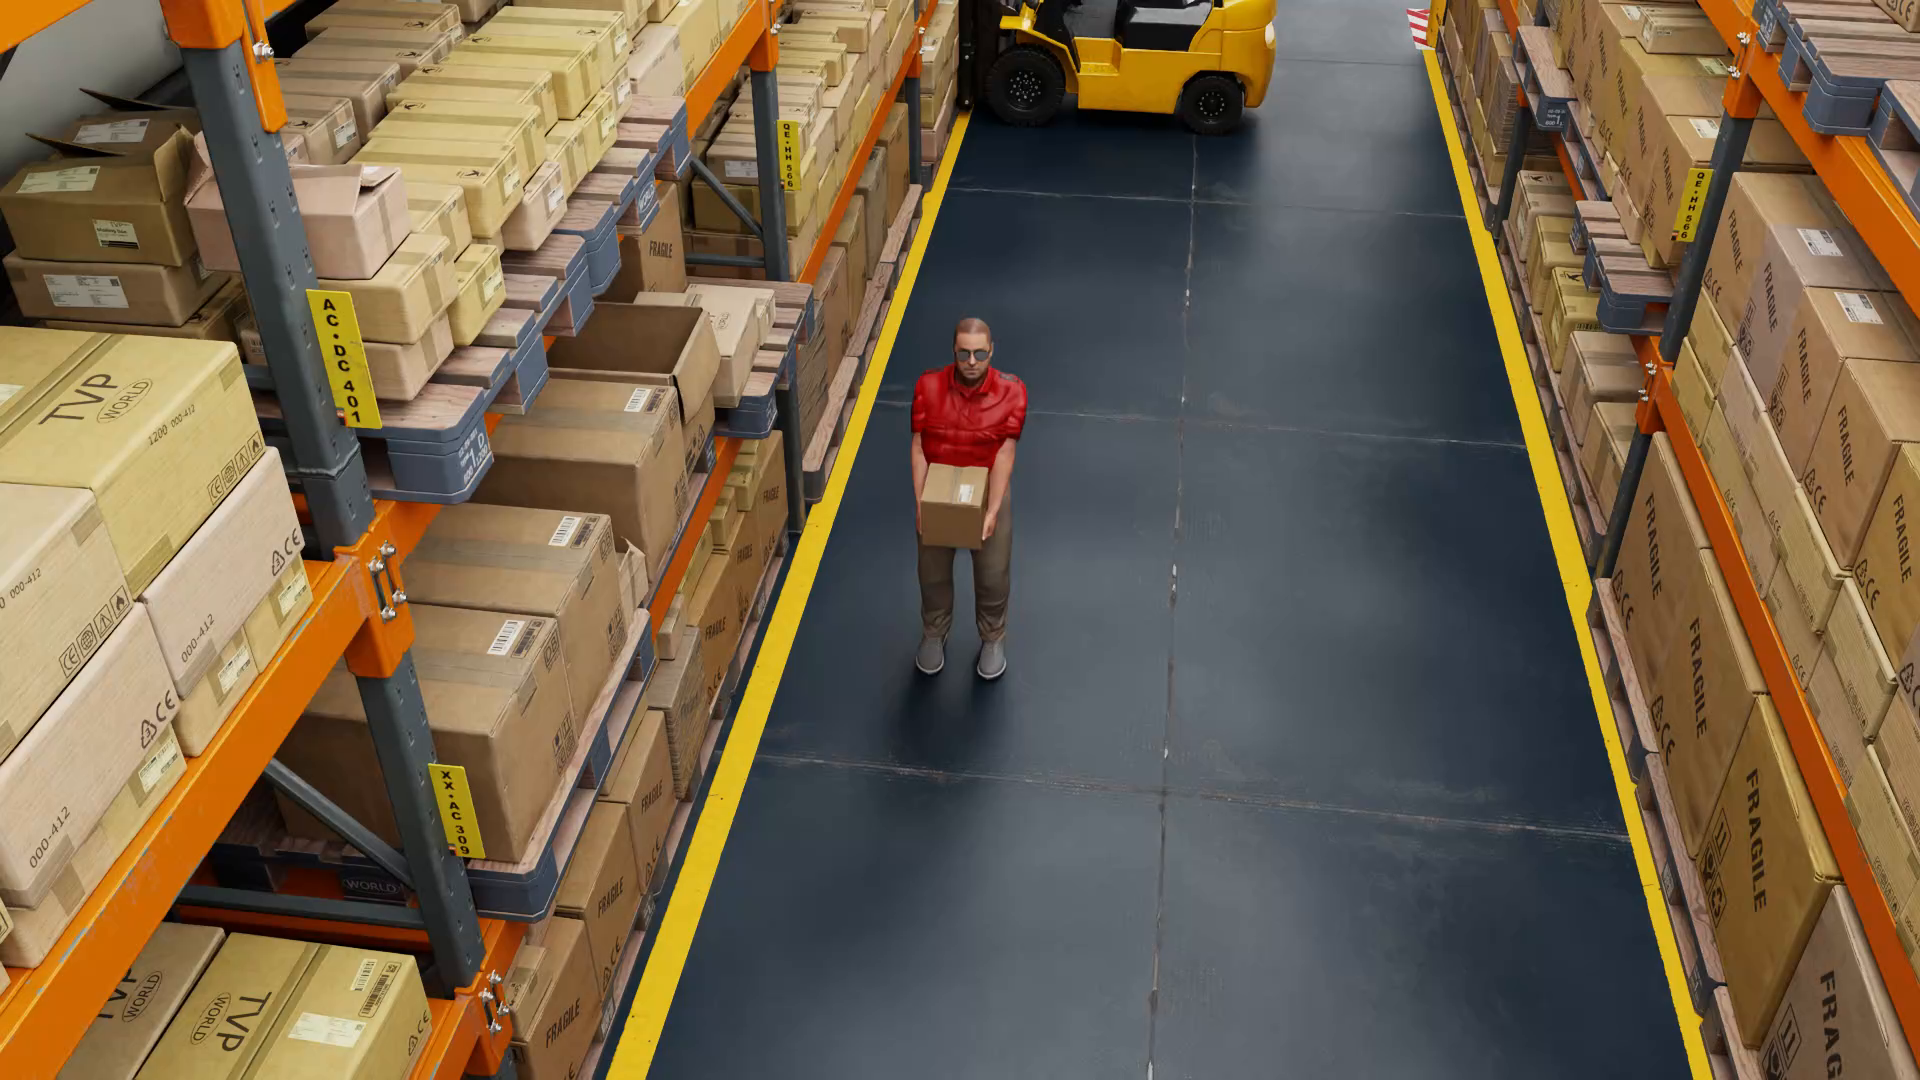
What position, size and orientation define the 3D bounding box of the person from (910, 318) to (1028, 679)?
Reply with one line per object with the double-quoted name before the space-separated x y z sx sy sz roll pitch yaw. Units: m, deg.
"person" 0.020 -0.117 7.228 0.494 1.717 0.530 5 36 7
